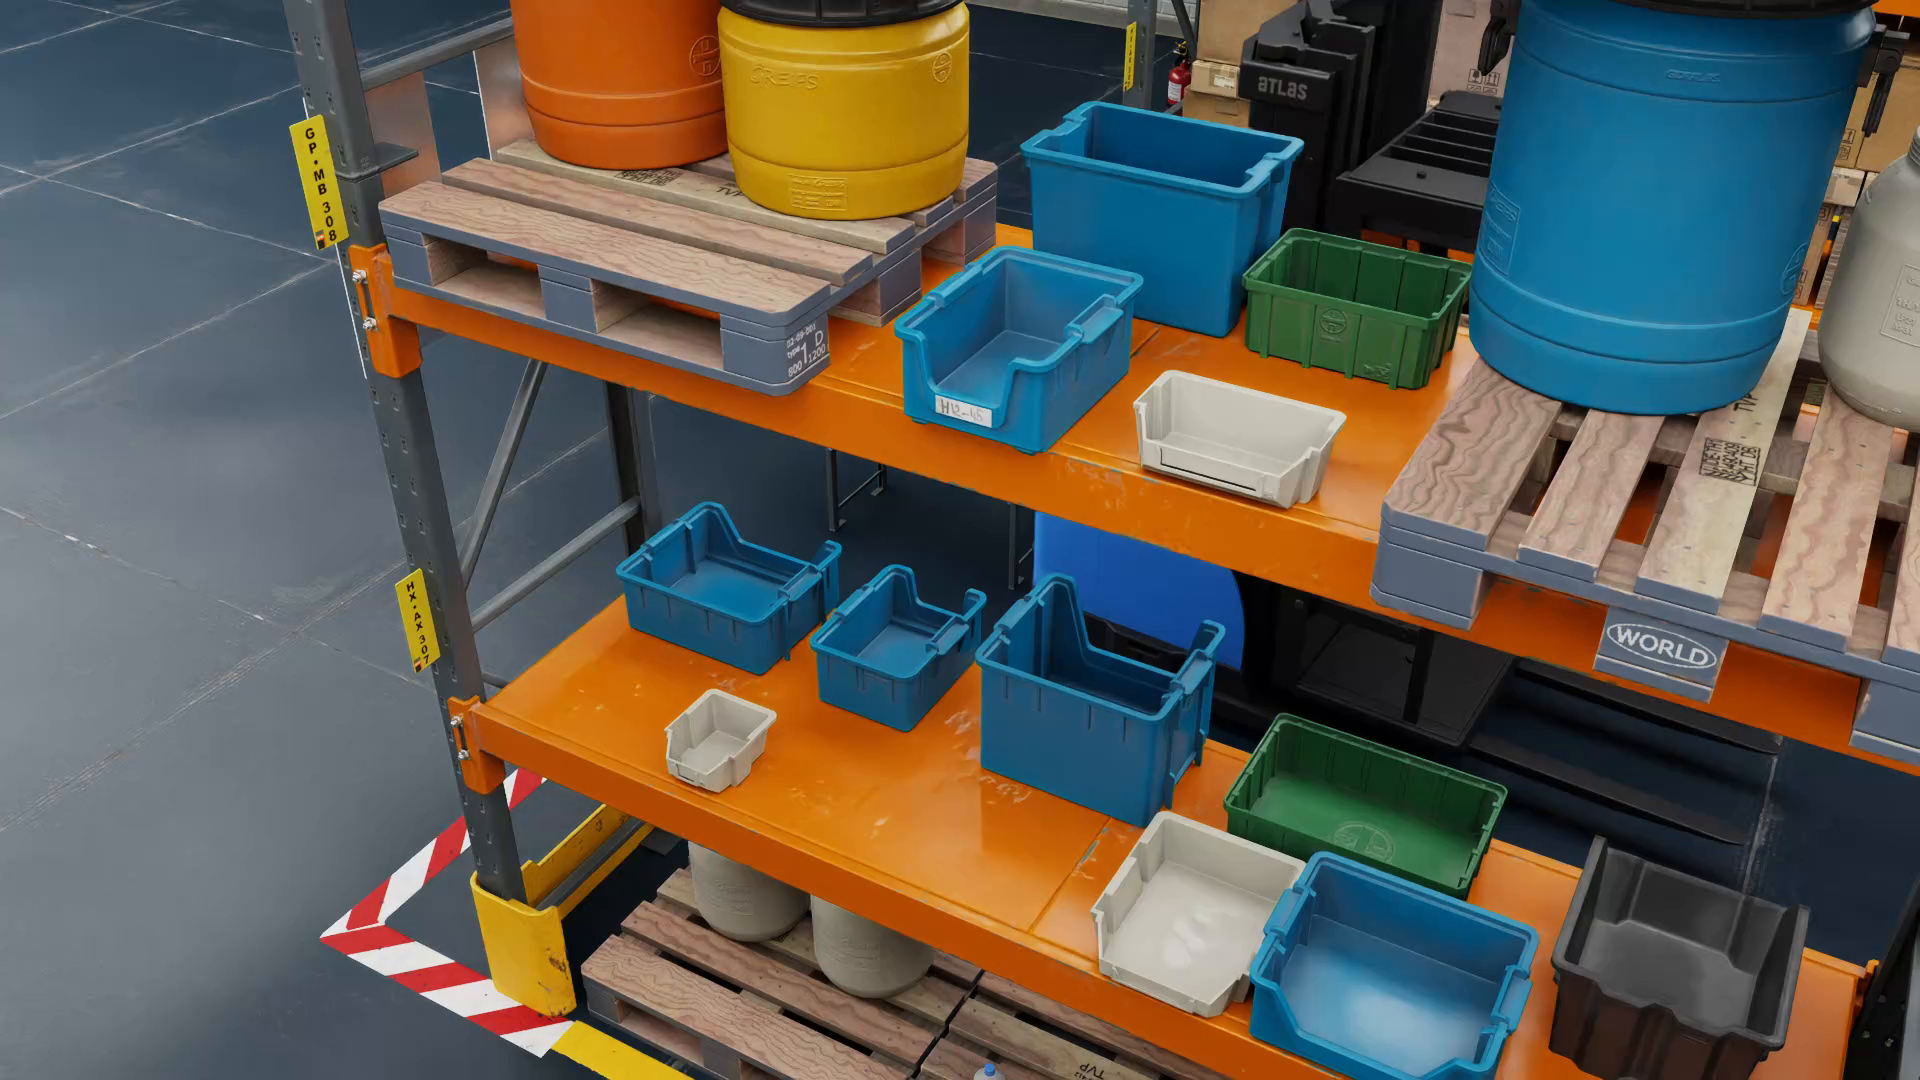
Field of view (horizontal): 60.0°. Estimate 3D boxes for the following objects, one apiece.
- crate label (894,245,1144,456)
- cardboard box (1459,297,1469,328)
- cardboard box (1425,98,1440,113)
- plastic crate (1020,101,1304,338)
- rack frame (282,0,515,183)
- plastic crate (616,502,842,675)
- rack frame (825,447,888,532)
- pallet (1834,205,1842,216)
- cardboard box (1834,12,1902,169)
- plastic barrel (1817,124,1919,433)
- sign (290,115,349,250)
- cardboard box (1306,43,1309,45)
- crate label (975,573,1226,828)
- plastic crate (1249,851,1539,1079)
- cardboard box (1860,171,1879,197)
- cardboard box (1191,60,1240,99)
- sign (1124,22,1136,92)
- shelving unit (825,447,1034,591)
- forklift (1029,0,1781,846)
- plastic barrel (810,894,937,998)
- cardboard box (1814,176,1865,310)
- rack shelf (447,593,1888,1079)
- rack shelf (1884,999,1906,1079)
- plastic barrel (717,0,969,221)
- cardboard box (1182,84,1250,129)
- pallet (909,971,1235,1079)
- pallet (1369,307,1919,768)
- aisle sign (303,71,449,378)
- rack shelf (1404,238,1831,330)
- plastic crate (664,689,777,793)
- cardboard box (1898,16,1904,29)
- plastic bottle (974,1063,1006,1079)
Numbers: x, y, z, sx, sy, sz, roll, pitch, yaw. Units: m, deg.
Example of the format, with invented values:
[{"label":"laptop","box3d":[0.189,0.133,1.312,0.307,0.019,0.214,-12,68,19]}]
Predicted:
[{"label":"crate label","box3d":[0.131,-0.420,3.602,0.408,0.251,0.502,18,37,24]},{"label":"cardboard box","box3d":[2.787,-0.963,8.416,0.500,0.500,0.500,18,37,24]},{"label":"cardboard box","box3d":[2.262,-2.106,8.031,0.250,0.149,0.380,16,37,23]},{"label":"plastic crate","box3d":[0.475,-0.769,4.007,0.575,0.384,0.392,18,37,24]},{"label":"rack frame","box3d":[-1.330,-2.404,3.741,0.127,3.000,1.000,18,37,24]},{"label":"plastic crate","box3d":[-0.747,0.149,5.454,0.616,0.251,0.499,18,37,24]},{"label":"rack frame","box3d":[-0.515,-0.788,8.079,0.032,1.500,0.500,18,37,24]},{"label":"pallet","box3d":[6.458,-2.581,11.936,1.213,0.211,1.003,18,37,24]},{"label":"cardboard box","box3d":[3.776,-2.028,7.329,0.500,0.500,0.700,17,37,24]},{"label":"plastic barrel","box3d":[1.867,-0.489,3.093,0.421,0.512,0.421,0,34,0]},{"label":"sign","box3d":[-1.607,-0.895,4.174,0.005,0.325,0.100,18,37,24]},{"label":"cardboard box","box3d":[2.035,-2.580,8.157,0.500,0.500,0.700,17,37,23]},{"label":"crate label","box3d":[0.402,0.455,4.829,0.616,0.435,0.502,18,37,24]},{"label":"plastic crate","box3d":[1.048,1.082,4.054,0.616,0.251,0.499,18,37,24]},{"label":"cardboard box","box3d":[4.048,-1.542,7.183,0.250,0.149,0.380,17,37,23]},{"label":"cardboard box","box3d":[1.365,-2.389,8.456,0.250,0.149,0.380,17,37,24]},{"label":"sign","box3d":[0.851,-2.417,8.321,0.005,0.325,0.100,18,37,24]},{"label":"shelving unit","box3d":[-0.074,-0.648,7.870,1.048,1.500,0.538,18,37,24]},{"label":"forklift","box3d":[1.821,-0.521,6.387,3.031,2.935,1.130,20,39,27]},{"label":"plastic barrel","box3d":[-0.285,1.236,5.553,0.421,0.512,0.421,0,34,0]},{"label":"cardboard box","box3d":[4.216,-1.350,7.481,0.500,0.500,0.700,17,37,23]},{"label":"rack shelf","box3d":[0.407,0.943,4.777,4.000,0.370,1.077,18,37,24]},{"label":"rack shelf","box3d":[3.880,2.043,3.125,4.000,0.370,1.077,18,37,24]},{"label":"plastic barrel","box3d":[-0.277,-1.156,4.025,0.600,0.588,0.600,0,34,0]},{"label":"cardboard box","box3d":[1.530,-2.196,8.752,0.500,0.500,0.700,18,37,24]},{"label":"pallet","box3d":[0.517,1.814,5.335,1.213,0.211,1.003,18,37,24]},{"label":"pallet","box3d":[1.468,-0.128,3.200,1.003,0.211,1.213,18,37,24]},{"label":"aisle sign","box3d":[-1.538,-0.868,4.501,0.004,0.787,0.394,18,37,24]},{"label":"rack shelf","box3d":[2.868,-1.440,8.355,4.000,0.370,1.077,18,37,24]},{"label":"plastic crate","box3d":[-0.712,0.604,4.875,0.250,0.136,0.298,18,37,24]},{"label":"cardboard box","box3d":[6.497,-3.504,10.924,0.500,0.250,0.500,18,38,25]},{"label":"plastic bottle","box3d":[0.090,1.694,5.064,0.097,0.271,0.097,0,34,0]}]
